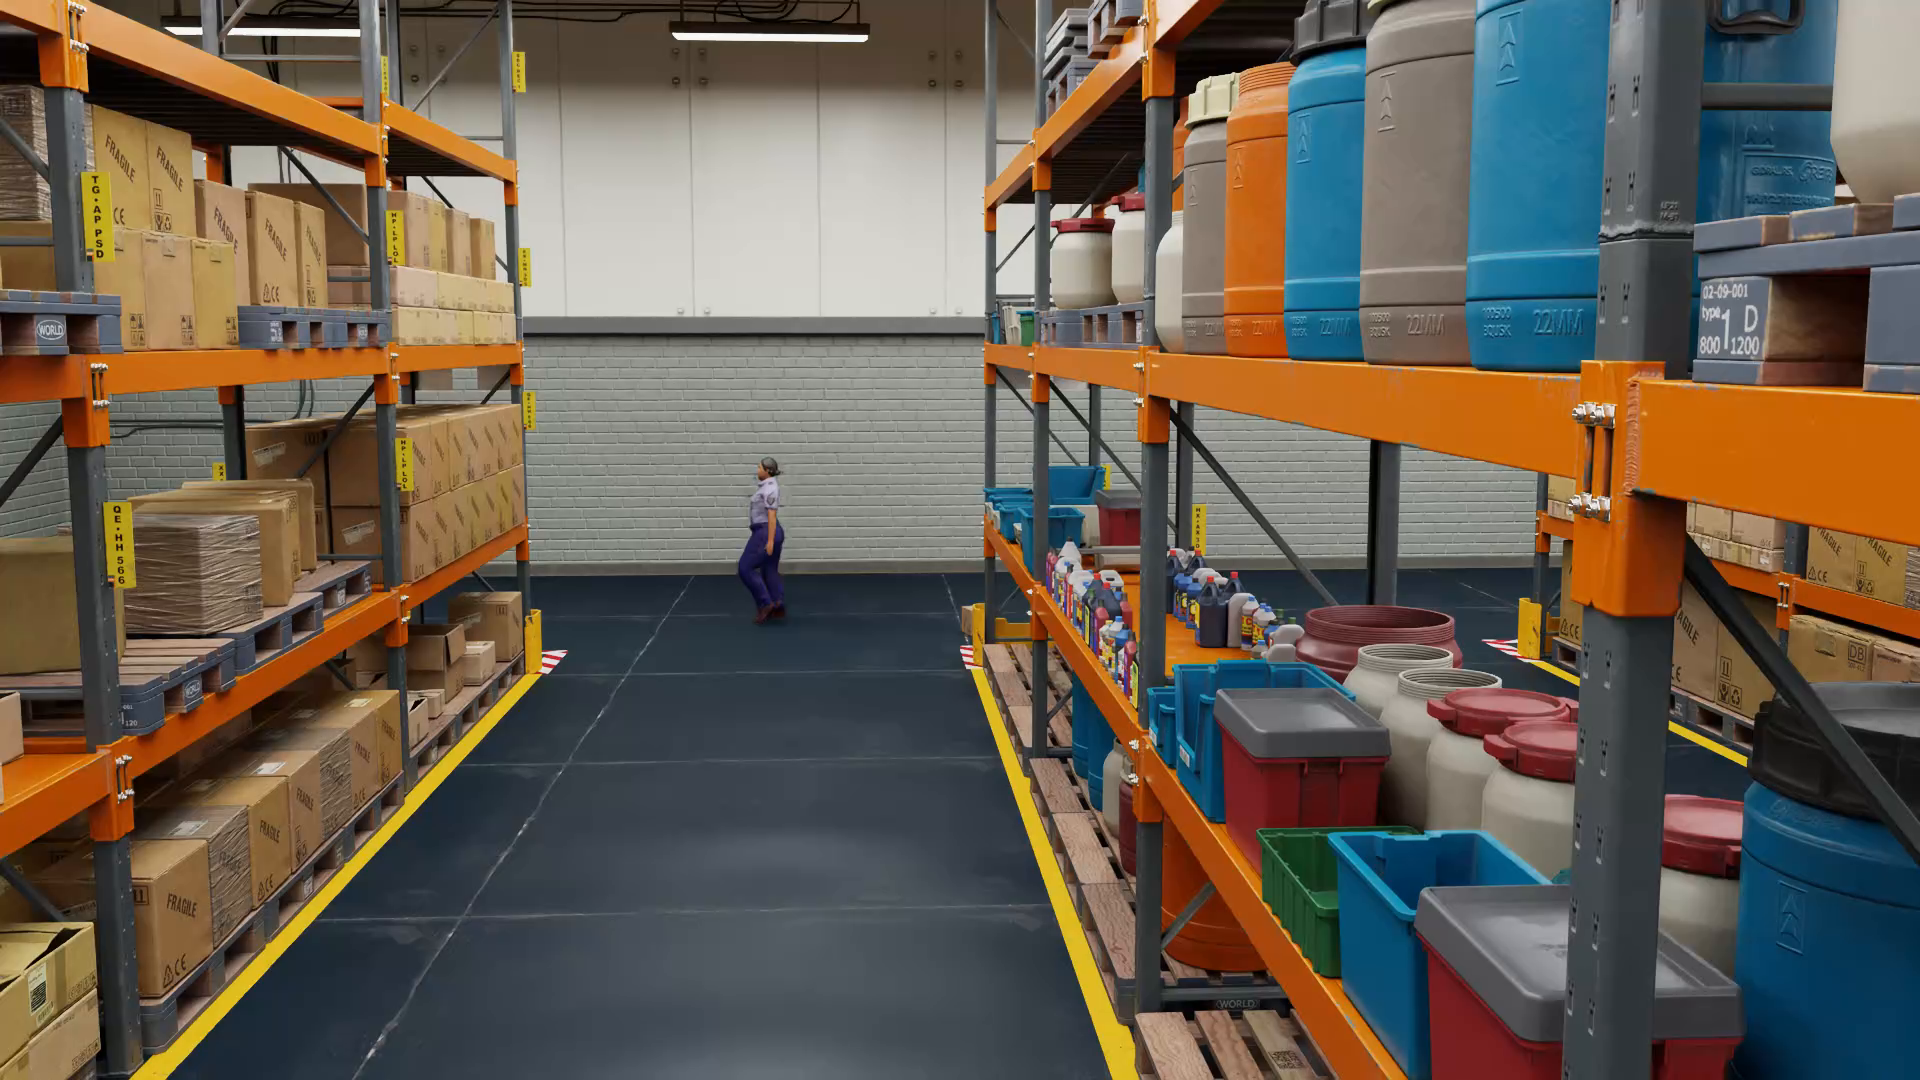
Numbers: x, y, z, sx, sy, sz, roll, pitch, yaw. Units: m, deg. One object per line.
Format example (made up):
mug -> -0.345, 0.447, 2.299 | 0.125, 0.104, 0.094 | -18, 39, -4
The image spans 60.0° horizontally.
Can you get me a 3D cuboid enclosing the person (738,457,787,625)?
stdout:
person -> -1.988, 0.009, 16.719 | 0.470, 1.692, 0.511 | 0, 7, -2
